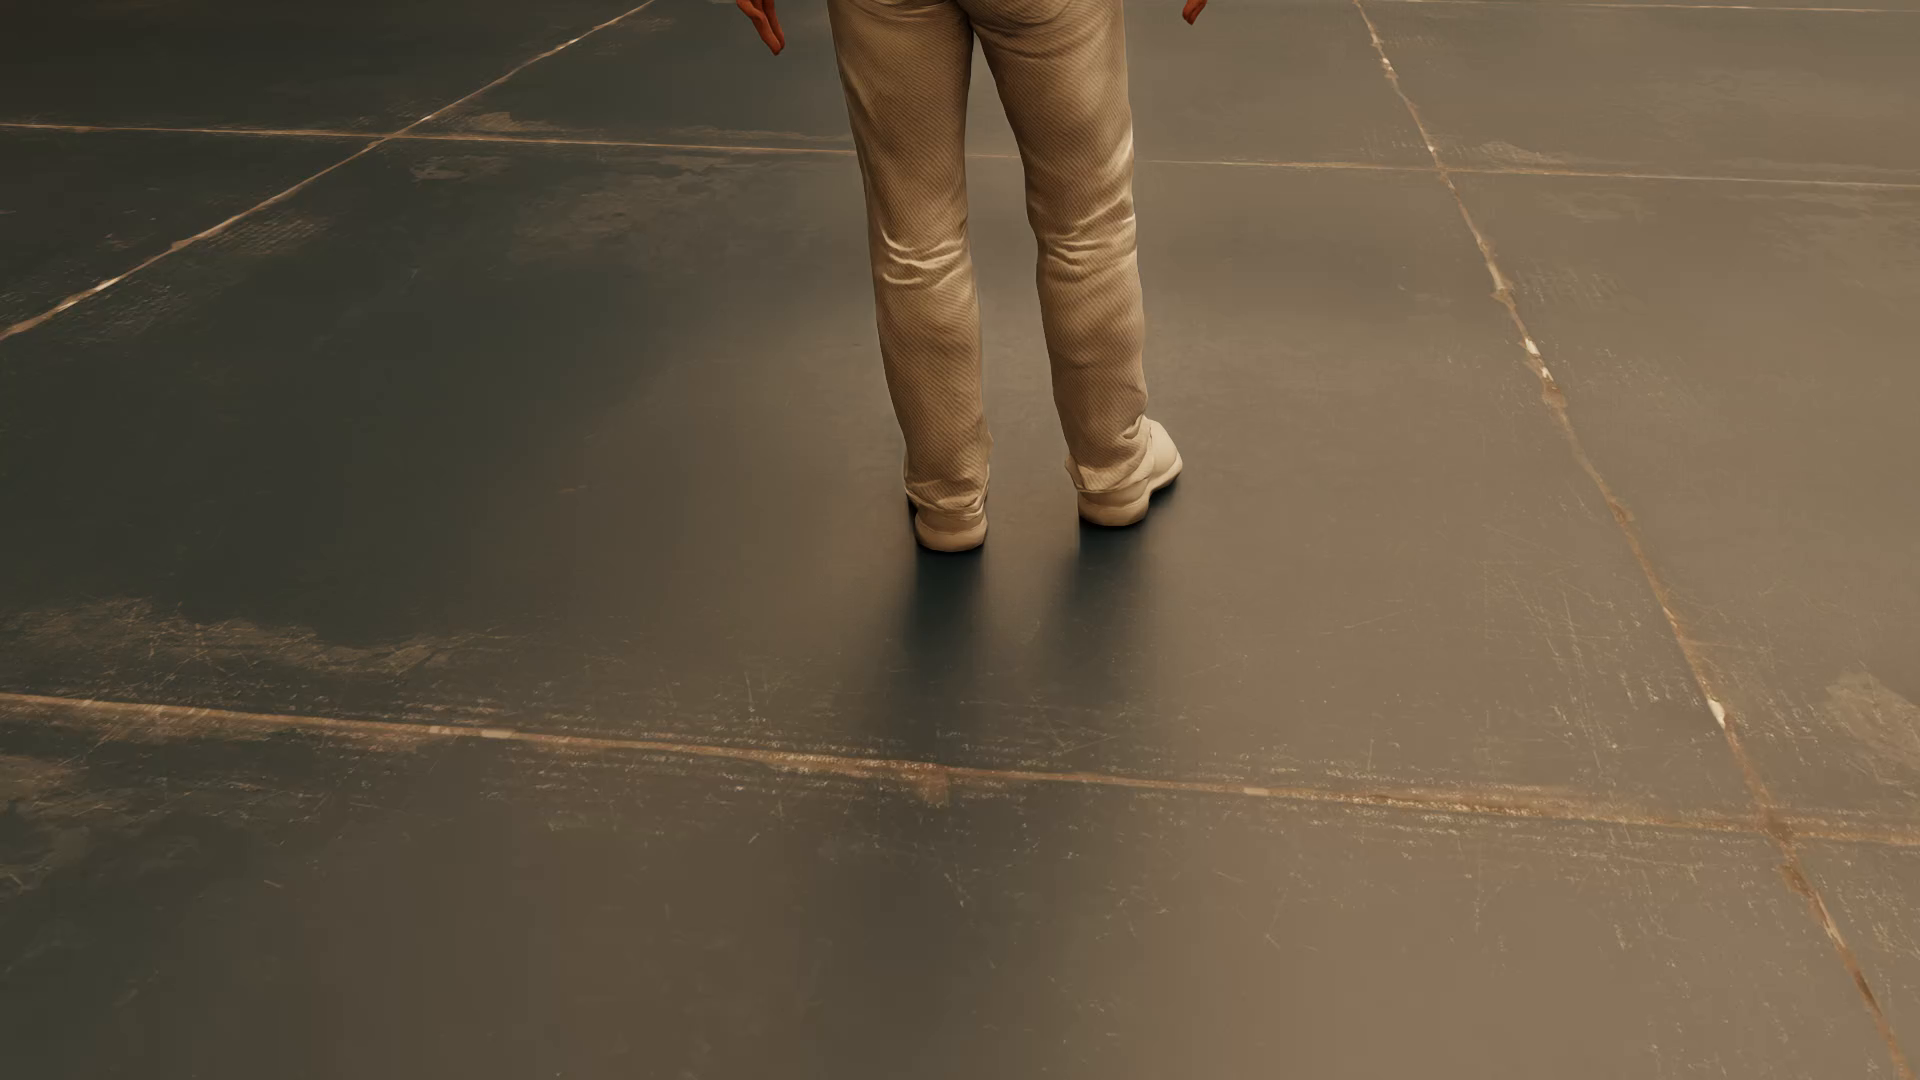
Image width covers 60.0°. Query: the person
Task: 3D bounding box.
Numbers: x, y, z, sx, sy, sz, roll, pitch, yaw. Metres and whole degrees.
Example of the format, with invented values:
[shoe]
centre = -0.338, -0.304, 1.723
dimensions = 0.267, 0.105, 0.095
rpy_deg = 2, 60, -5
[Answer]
[person]
centre = 0.015, -0.827, 2.163
dimensions = 0.665, 1.765, 0.577
rpy_deg = 3, 27, 7
